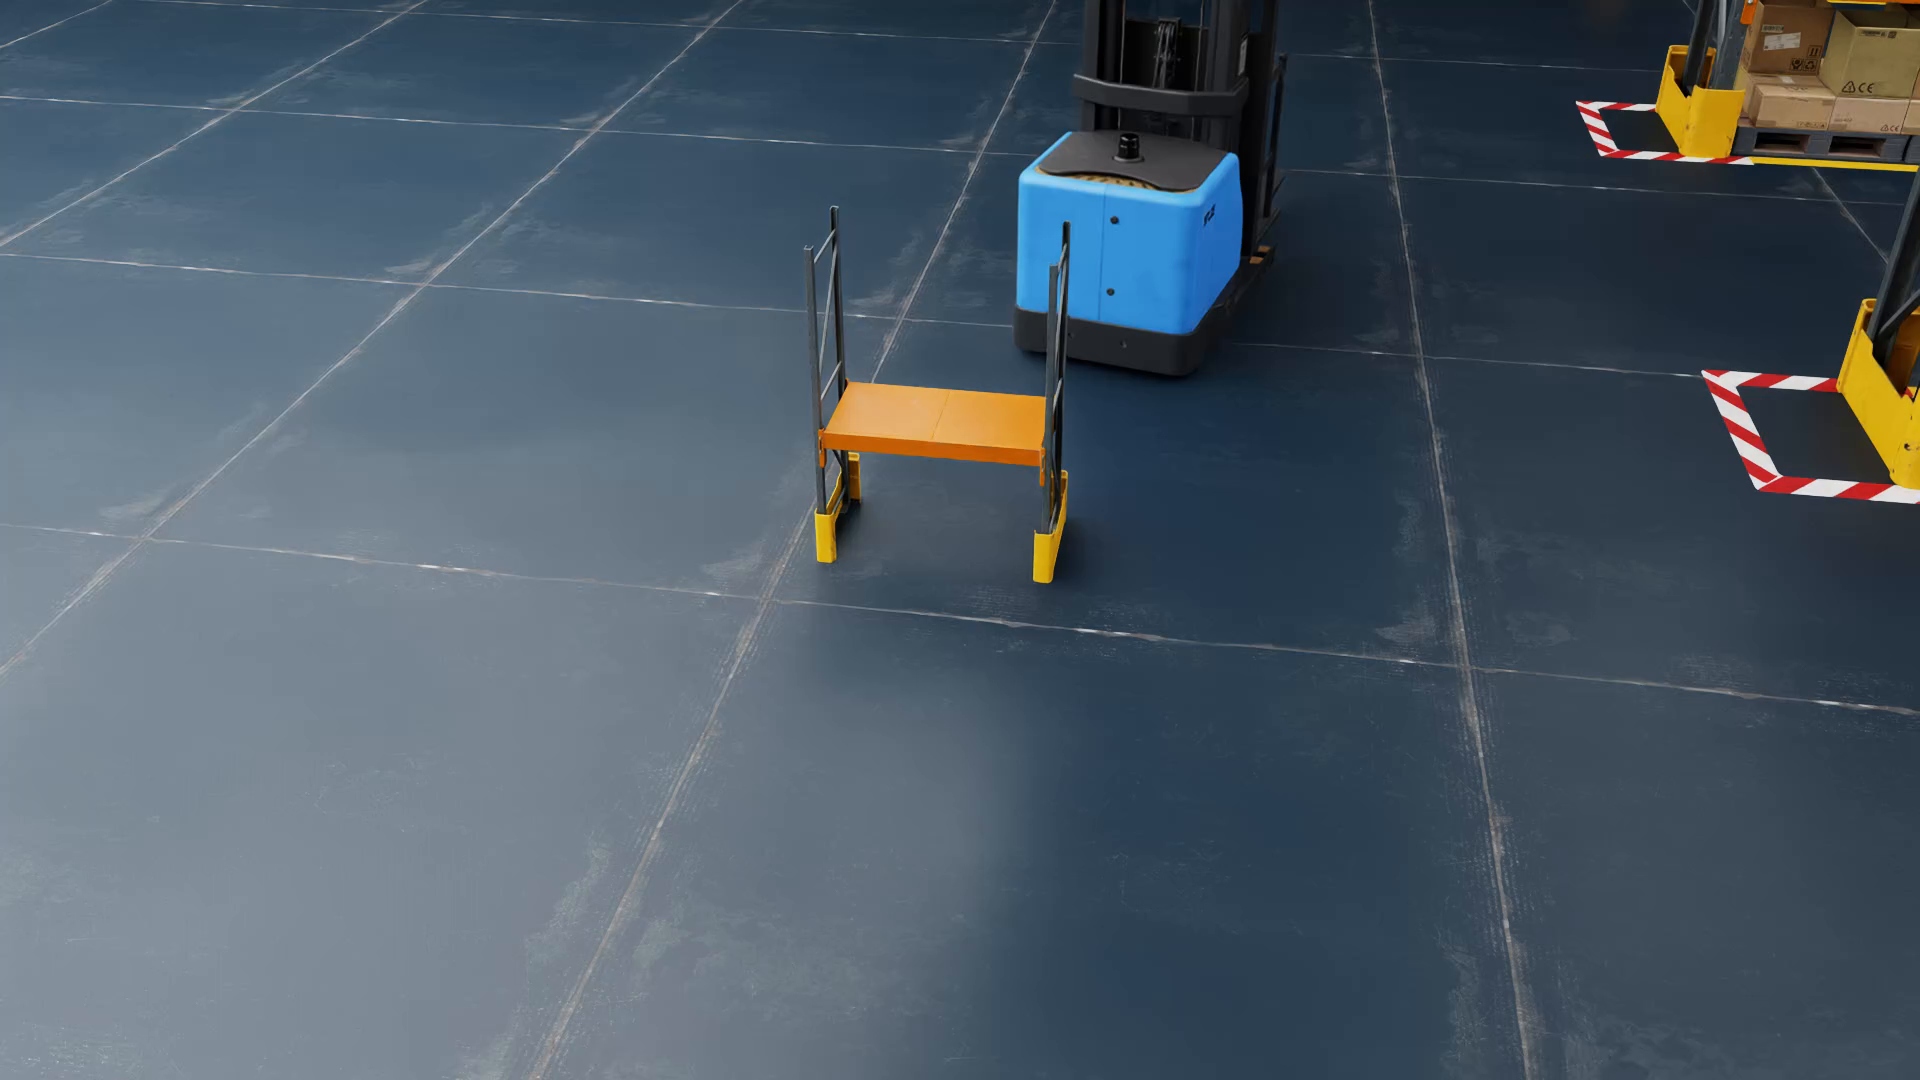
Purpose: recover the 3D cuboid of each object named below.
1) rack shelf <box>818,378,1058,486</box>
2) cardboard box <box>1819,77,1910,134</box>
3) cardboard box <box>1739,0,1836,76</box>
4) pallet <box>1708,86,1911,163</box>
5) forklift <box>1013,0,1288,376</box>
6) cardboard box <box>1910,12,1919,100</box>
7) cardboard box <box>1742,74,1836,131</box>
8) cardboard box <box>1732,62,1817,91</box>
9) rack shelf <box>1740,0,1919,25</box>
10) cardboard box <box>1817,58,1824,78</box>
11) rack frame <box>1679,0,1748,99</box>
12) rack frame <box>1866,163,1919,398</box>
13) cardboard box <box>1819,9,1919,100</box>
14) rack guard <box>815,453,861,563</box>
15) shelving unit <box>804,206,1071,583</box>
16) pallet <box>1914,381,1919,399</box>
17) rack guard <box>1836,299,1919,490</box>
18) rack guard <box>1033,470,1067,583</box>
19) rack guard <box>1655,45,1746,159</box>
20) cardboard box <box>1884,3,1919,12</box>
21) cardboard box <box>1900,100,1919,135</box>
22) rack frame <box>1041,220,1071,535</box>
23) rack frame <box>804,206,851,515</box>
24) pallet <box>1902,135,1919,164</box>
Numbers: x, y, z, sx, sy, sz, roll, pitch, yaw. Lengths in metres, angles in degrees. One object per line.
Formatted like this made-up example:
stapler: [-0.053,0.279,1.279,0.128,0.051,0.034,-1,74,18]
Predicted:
rack shelf: [-0.084,-0.491,7.460,1.000,0.185,0.538,5,32,8]
cardboard box: [6.605,-3.195,12.224,0.500,0.250,0.500,5,32,8]
cardboard box: [6.199,-3.828,12.527,0.500,0.500,0.500,5,32,8]
pallet: [6.382,-3.161,12.602,1.213,0.211,1.003,5,32,8]
forklift: [1.335,-2.905,9.628,1.130,2.935,3.031,12,34,19]
cardboard box: [7.100,-3.474,11.963,0.500,0.500,0.500,5,32,8]
cardboard box: [6.112,-3.238,12.292,0.500,0.250,0.500,5,32,8]
cardboard box: [6.199,-3.509,12.725,0.500,0.250,0.500,5,32,8]
rack shelf: [7.592,-3.906,11.842,4.000,0.370,1.077,5,32,8]
cardboard box: [6.694,-3.471,12.663,0.500,0.250,0.500,5,32,8]
rack frame: [5.621,-4.390,11.936,0.127,3.000,1.000,5,32,8]
rack frame: [4.784,-1.799,7.798,0.127,3.000,1.000,5,32,8]
cardboard box: [6.605,-3.512,12.023,0.500,0.500,0.500,5,32,8]
rack guard: [-0.566,-0.157,7.766,0.087,0.250,0.587,5,32,8]
shelving unit: [-0.075,-0.643,7.363,1.083,1.500,0.587,5,32,8]
pallet: [5.666,-0.560,8.446,1.213,0.211,1.003,5,32,8]
rack guard: [4.866,-0.758,8.489,0.348,0.500,1.175,5,32,8]
rack guard: [0.416,-0.068,7.624,0.087,0.250,0.587,5,32,8]
rack guard: [5.597,-3.332,12.603,0.348,0.500,1.175,5,32,8]
cardboard box: [7.188,-3.746,12.397,0.500,0.500,0.500,5,32,8]
cardboard box: [7.098,-3.150,12.152,0.500,0.250,0.500,5,32,8]
rack frame: [0.417,-0.598,7.292,0.032,1.500,0.500,5,32,8]
rack frame: [-0.585,-0.689,7.437,0.032,1.500,0.500,5,32,8]
pallet: [7.581,-3.051,12.426,1.213,0.211,1.003,5,32,8]
